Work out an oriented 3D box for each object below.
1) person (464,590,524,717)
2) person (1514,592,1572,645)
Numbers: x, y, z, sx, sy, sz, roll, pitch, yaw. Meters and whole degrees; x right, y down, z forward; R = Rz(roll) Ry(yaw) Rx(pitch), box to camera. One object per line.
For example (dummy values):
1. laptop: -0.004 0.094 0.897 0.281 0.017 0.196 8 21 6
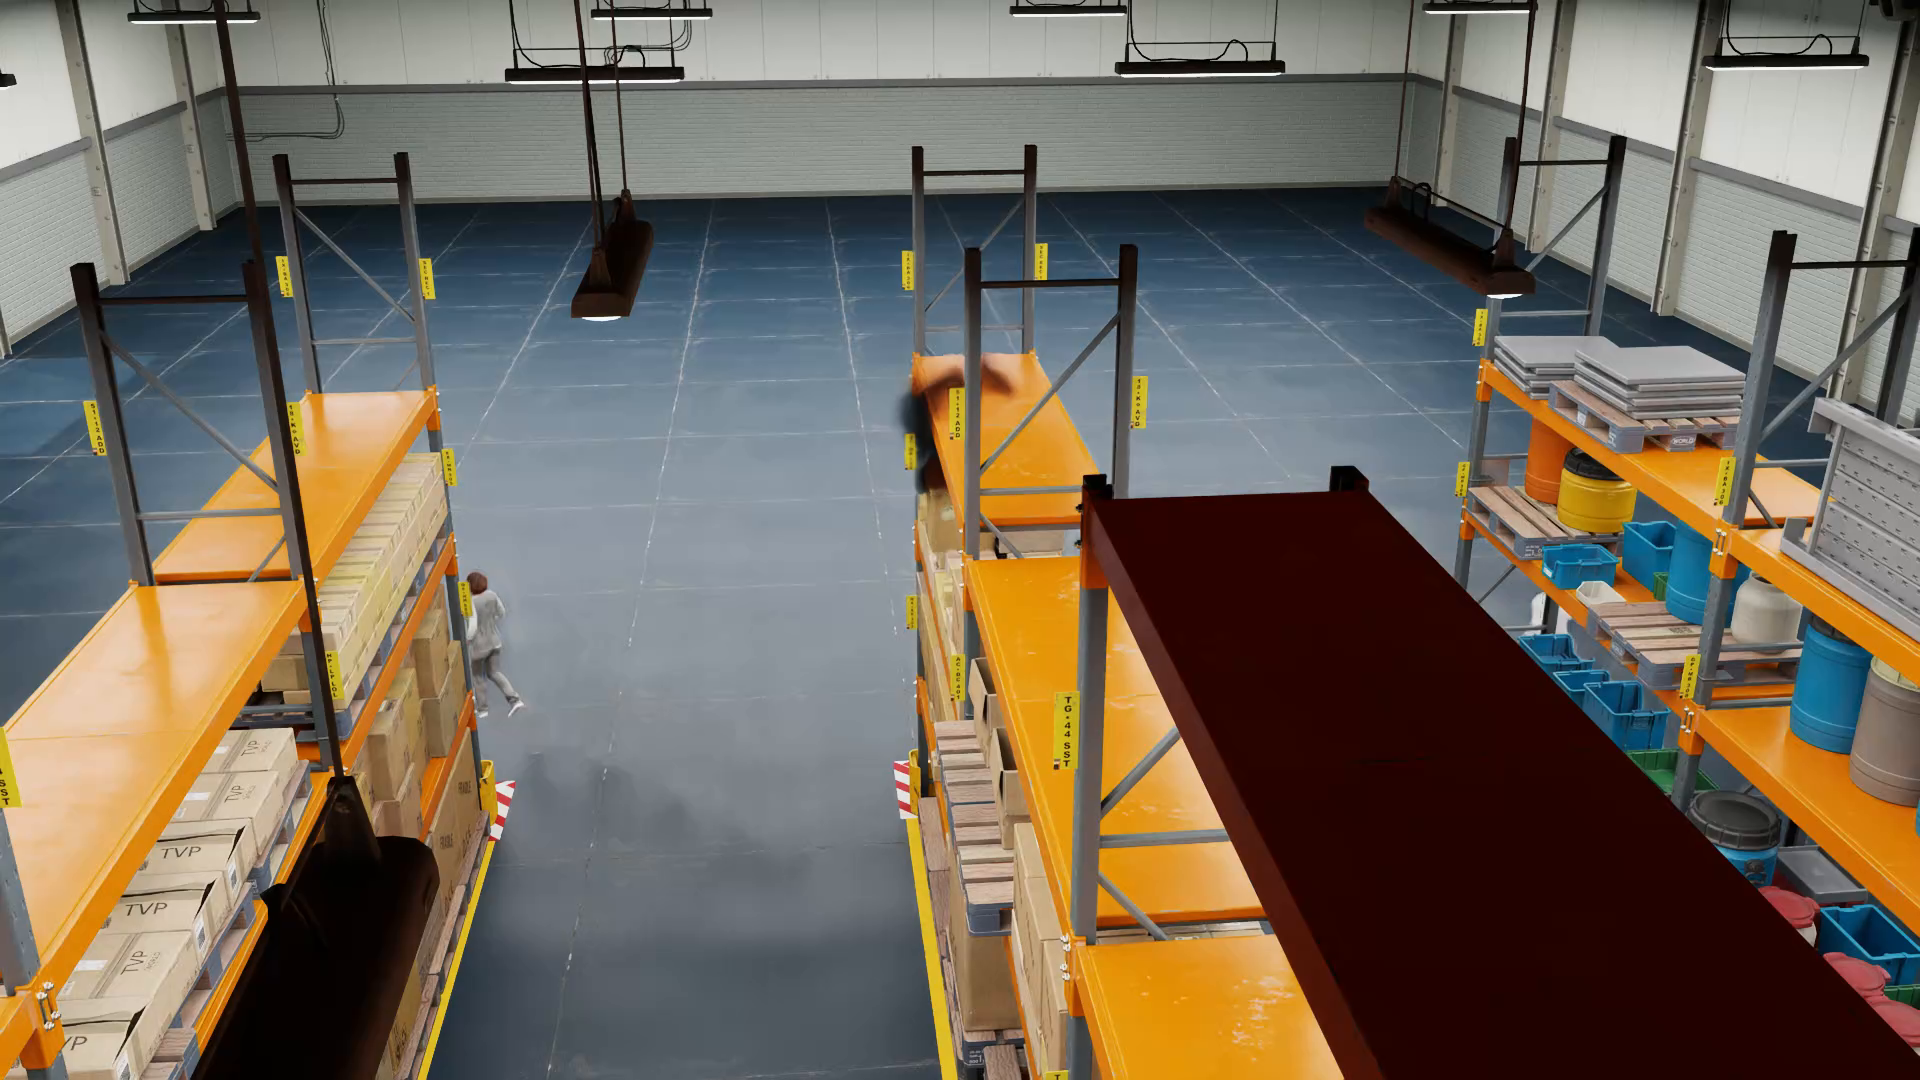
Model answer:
1. person: -4.633 1.163 16.342 0.732 1.382 0.560 13 25 30
2. person: 5.854 1.045 16.677 0.785 1.729 0.555 -13 25 -29
